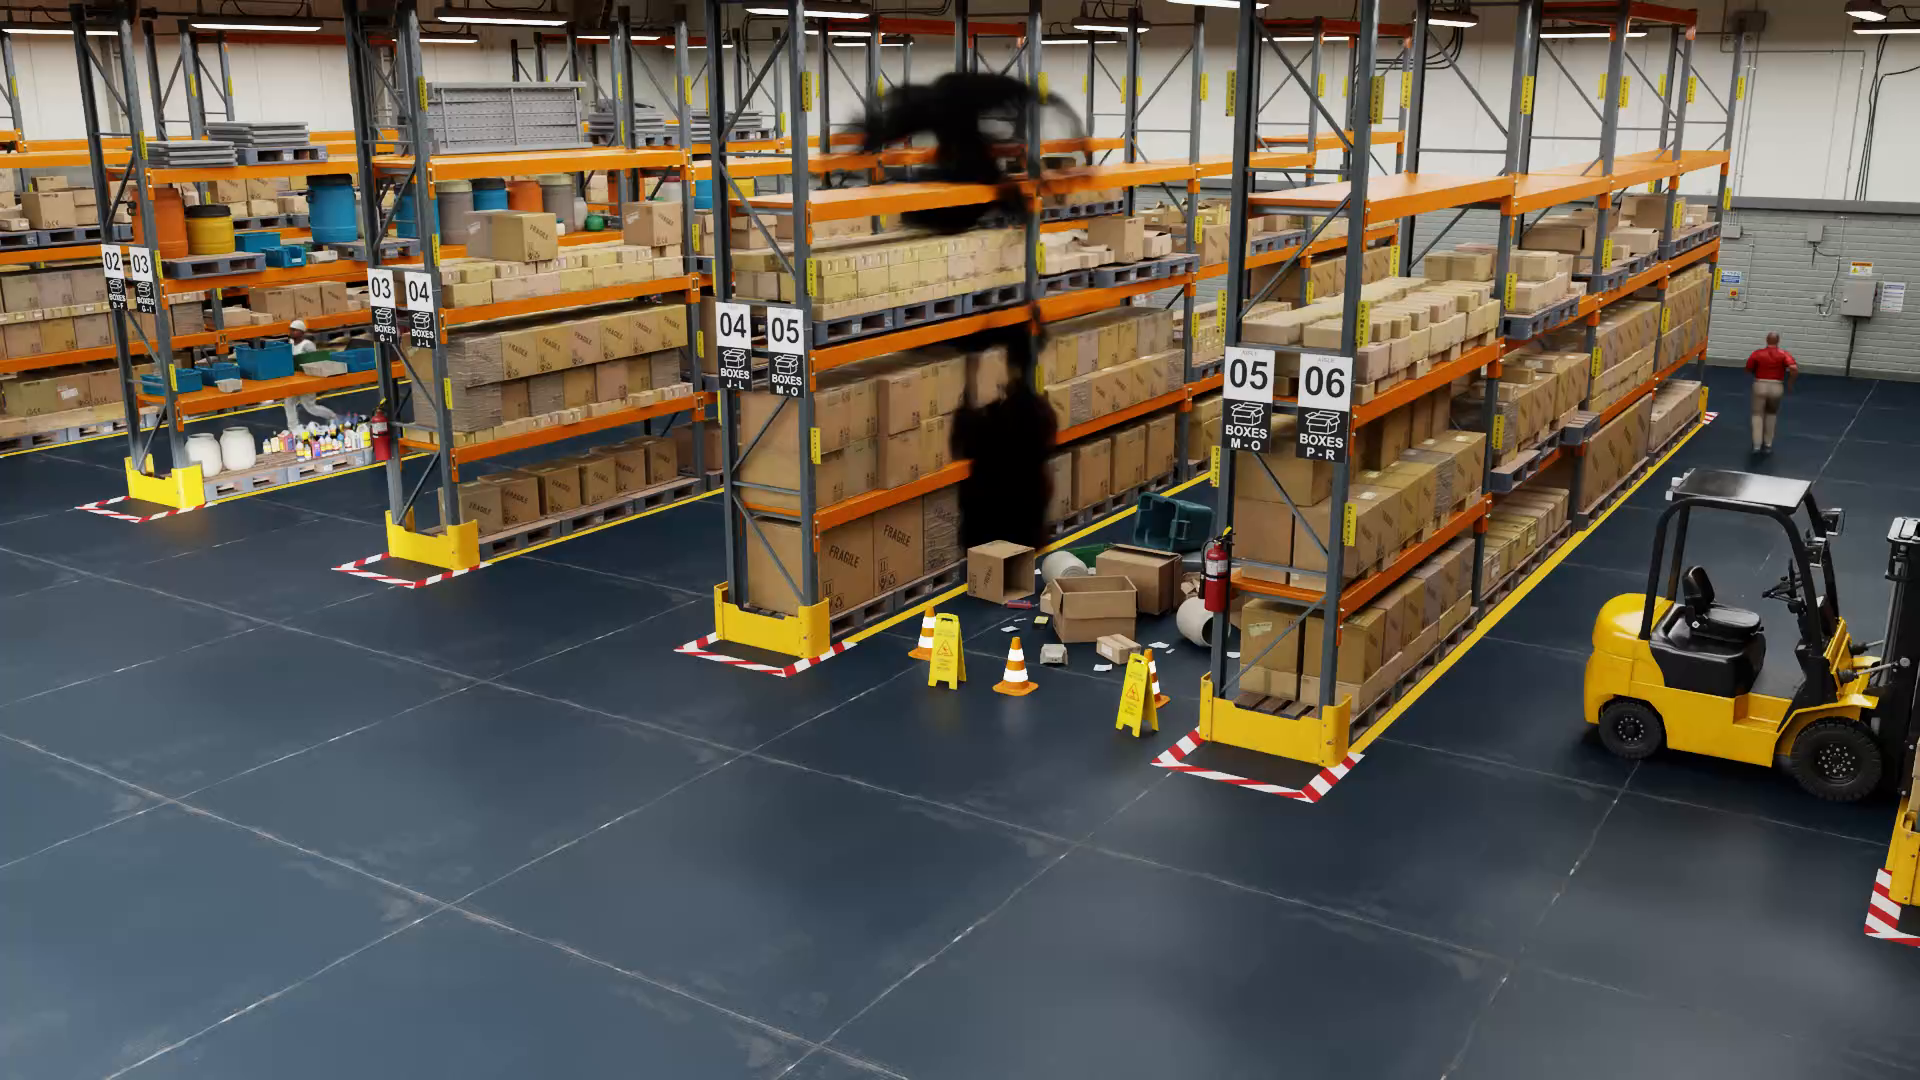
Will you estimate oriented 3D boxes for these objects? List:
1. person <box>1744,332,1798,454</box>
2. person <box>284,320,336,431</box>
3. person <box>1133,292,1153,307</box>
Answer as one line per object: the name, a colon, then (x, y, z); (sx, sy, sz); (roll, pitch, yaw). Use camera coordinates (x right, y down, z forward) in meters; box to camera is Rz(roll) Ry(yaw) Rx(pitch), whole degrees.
person: (11.314, -2.027, 23.319); (0.637, 1.800, 0.775); (5, 16, 17)
person: (-9.590, -2.318, 24.240); (0.696, 1.763, 0.941); (9, 18, 29)
person: (3.404, -4.482, 32.105); (0.674, 1.729, 0.618); (-13, 20, -38)
